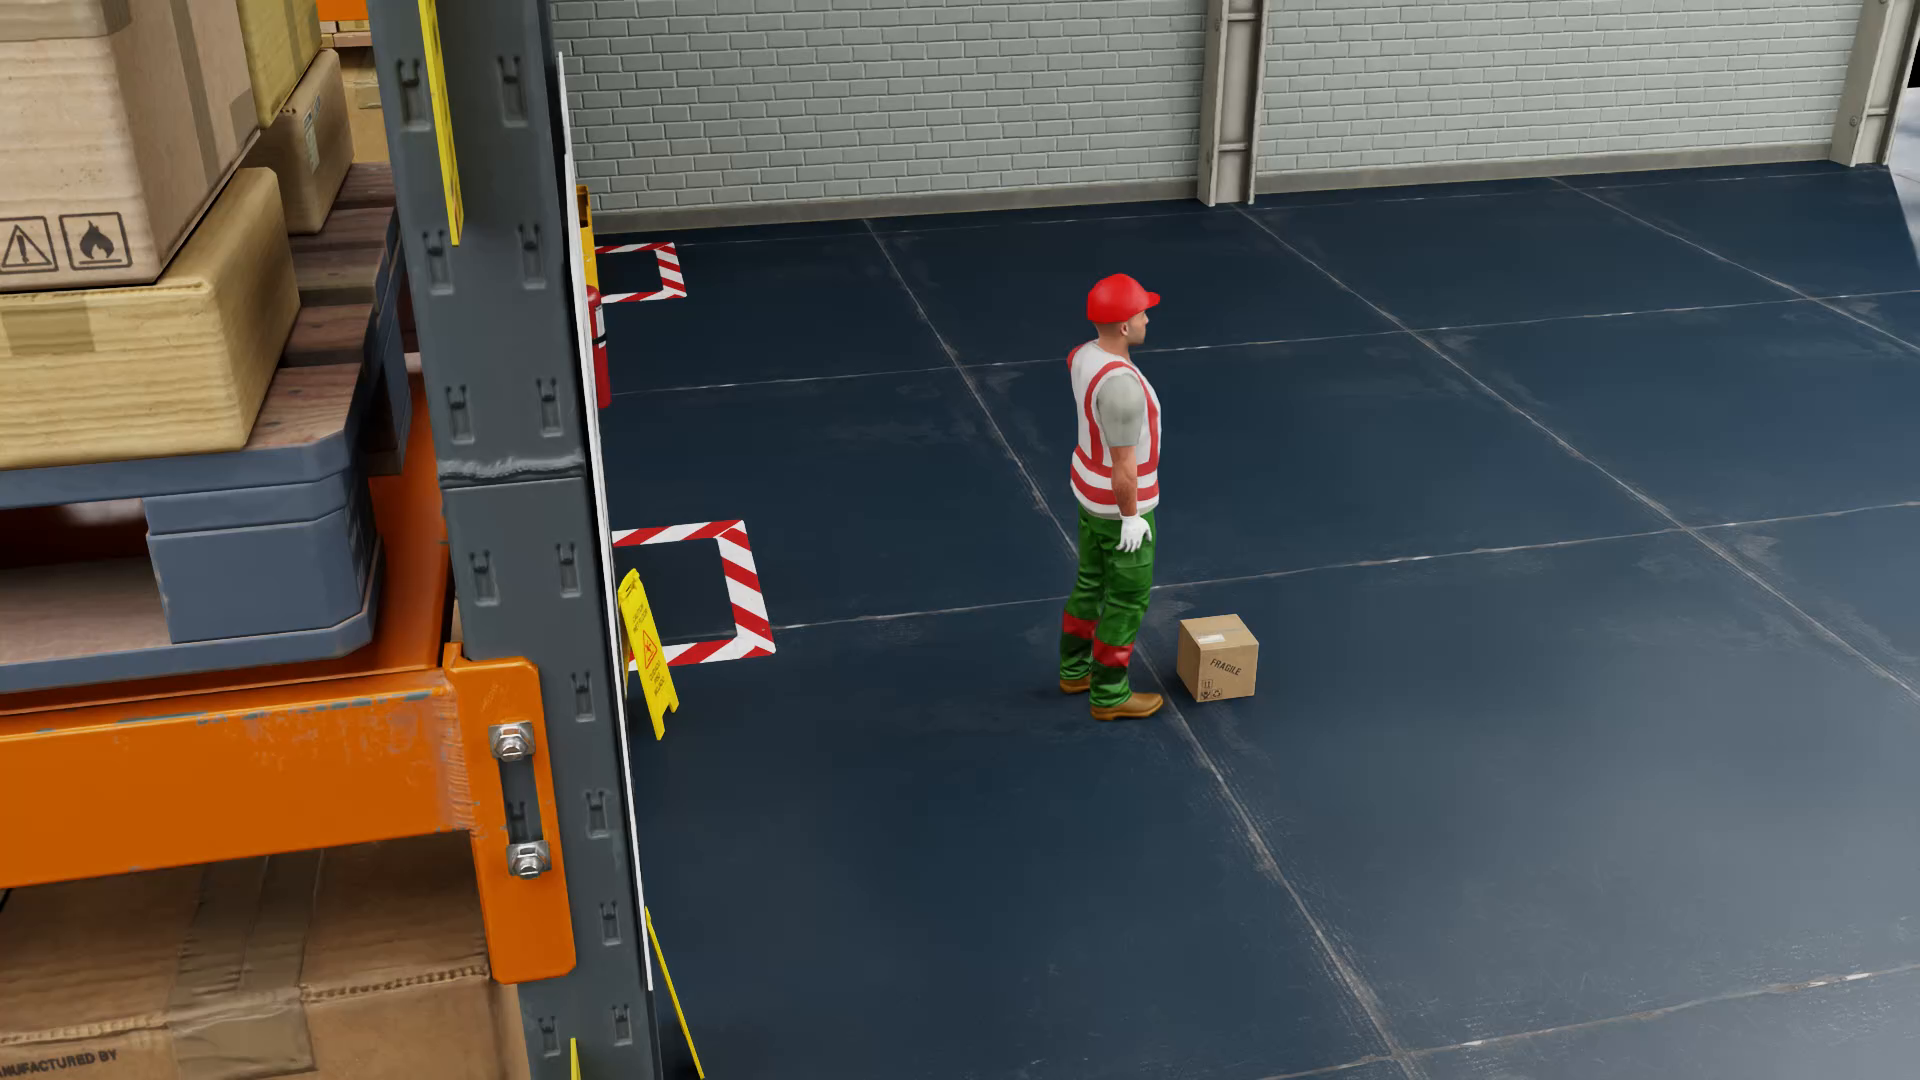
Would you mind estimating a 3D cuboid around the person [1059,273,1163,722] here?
[{"bbox_3d":[0.610,-0.155,6.408,0.373,1.795,0.523,-5,27,-10],"label":"person"}]
